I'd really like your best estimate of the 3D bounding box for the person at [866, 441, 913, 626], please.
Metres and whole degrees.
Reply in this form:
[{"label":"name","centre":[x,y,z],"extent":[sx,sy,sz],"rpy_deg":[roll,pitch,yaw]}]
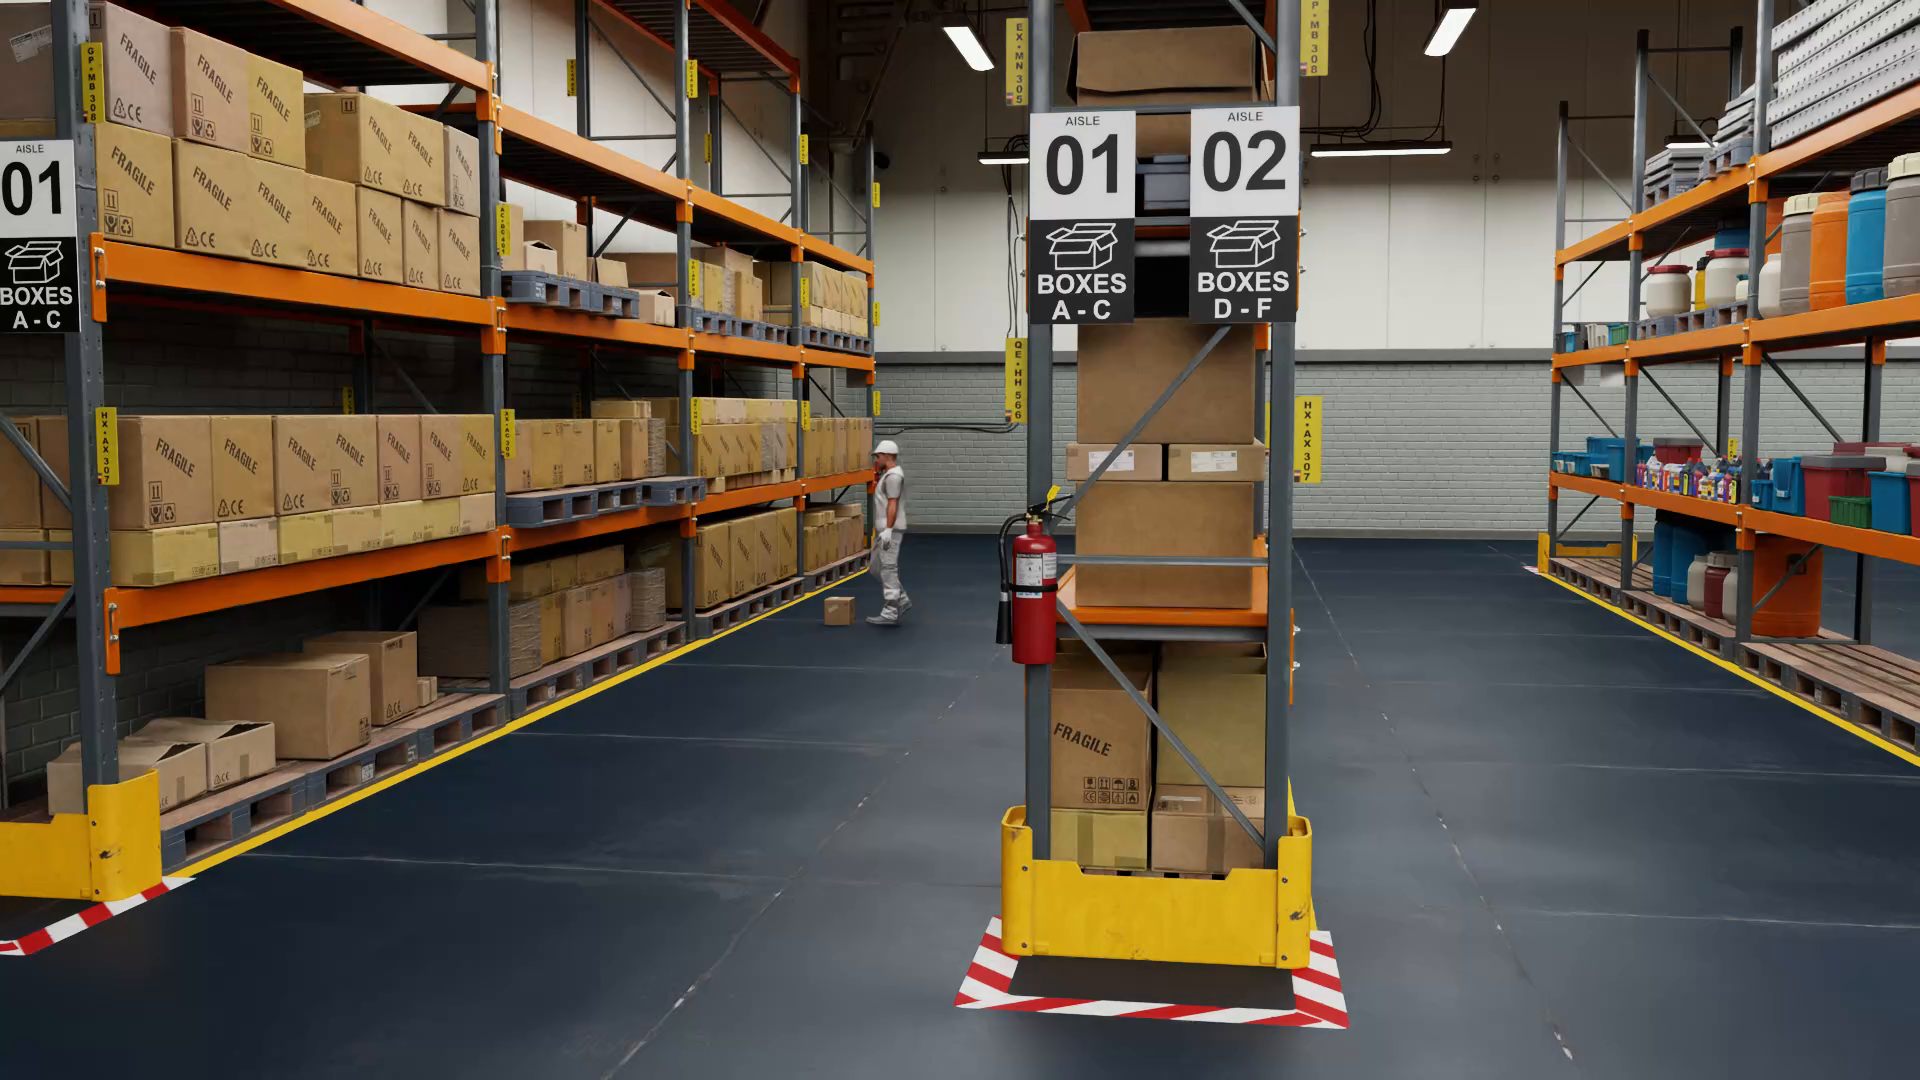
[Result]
[{"label":"person","centre":[-0.686,-0.071,16.193],"extent":[0.481,1.789,0.588],"rpy_deg":[0,4,-6]}]
